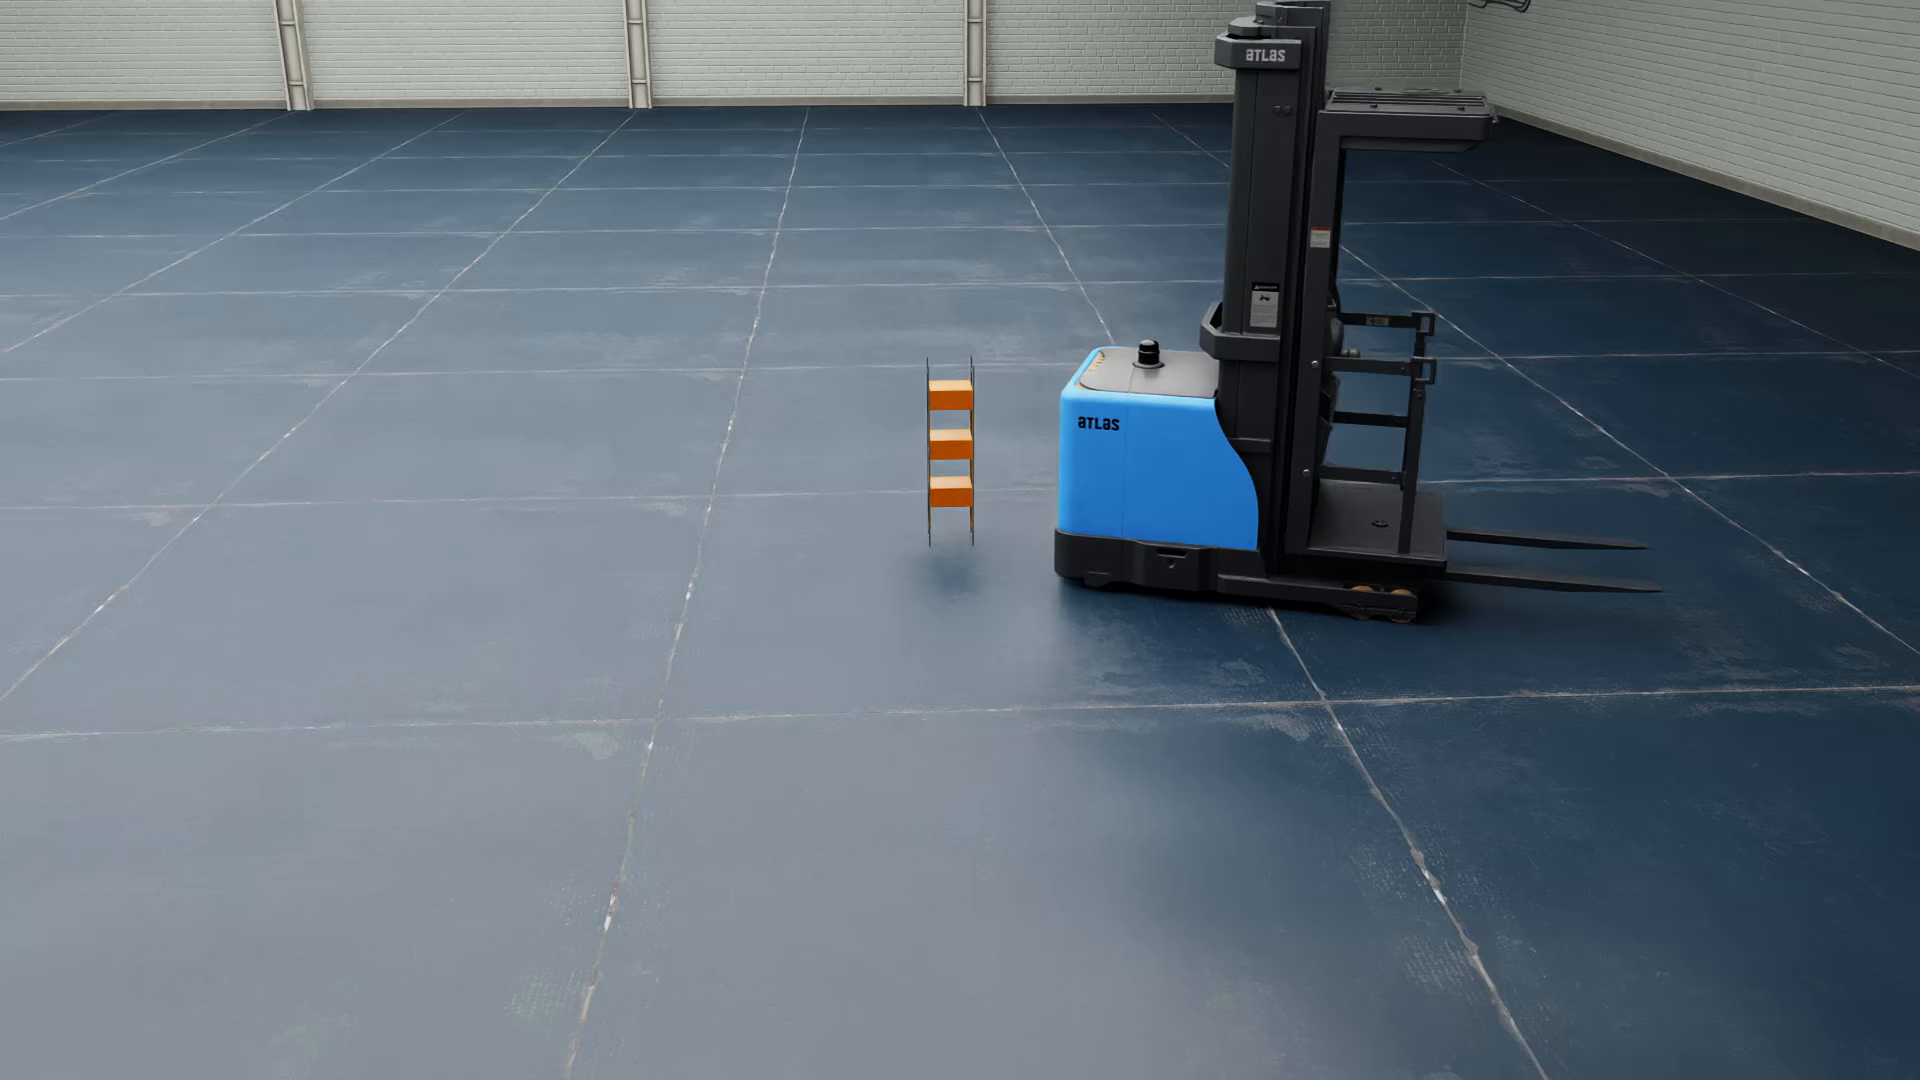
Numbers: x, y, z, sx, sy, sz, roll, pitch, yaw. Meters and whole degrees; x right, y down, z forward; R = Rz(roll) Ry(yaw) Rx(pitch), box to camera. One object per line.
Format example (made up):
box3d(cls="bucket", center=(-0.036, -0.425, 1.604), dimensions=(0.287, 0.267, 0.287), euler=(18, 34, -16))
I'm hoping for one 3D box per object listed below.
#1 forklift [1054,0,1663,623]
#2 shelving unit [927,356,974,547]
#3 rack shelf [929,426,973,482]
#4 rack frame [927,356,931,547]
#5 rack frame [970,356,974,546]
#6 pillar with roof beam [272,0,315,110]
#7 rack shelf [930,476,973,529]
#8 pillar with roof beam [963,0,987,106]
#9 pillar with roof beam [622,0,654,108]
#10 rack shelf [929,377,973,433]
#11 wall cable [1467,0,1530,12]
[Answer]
box3d(cls="forklift", center=(2.075, -1.162, 8.391), dimensions=(3.031, 2.935, 1.130), euler=(5, 21, 14))
box3d(cls="shelving unit", center=(-0.053, -0.490, 9.268), dimensions=(0.252, 1.050, 0.215), euler=(-1, 21, -3))
box3d(cls="rack shelf", center=(-0.053, -0.480, 9.272), dimensions=(0.240, 0.259, 0.215), euler=(-1, 21, -3))
box3d(cls="rack frame", center=(-0.175, -0.487, 9.262), dimensions=(0.008, 1.050, 0.200), euler=(-1, 21, -3))
box3d(cls="rack frame", center=(0.068, -0.492, 9.275), dimensions=(0.008, 1.050, 0.200), euler=(-1, 21, -3))
box3d(cls="pillar with roof beam", center=(-11.470, -10.338, 23.965), dimensions=(0.400, 9.000, 9.100), euler=(-1, 21, -3))
box3d(cls="rack shelf", center=(-0.053, -0.220, 9.371), dimensions=(0.240, 0.259, 0.215), euler=(-1, 21, -3))
box3d(cls="pillar with roof beam", center=(0.510, -10.582, 24.605), dimensions=(0.400, 9.000, 9.100), euler=(-1, 21, -3))
box3d(cls="pillar with roof beam", center=(-5.480, -10.460, 24.285), dimensions=(0.400, 9.000, 9.100), euler=(-1, 21, -3))
box3d(cls="rack shelf", center=(-0.053, -0.745, 9.171), dimensions=(0.240, 0.259, 0.215), euler=(-1, 21, -3))
box3d(cls="wall cable", center=(9.271, -10.372, 28.417), dimensions=(0.112, 2.526, 3.097), euler=(-1, 21, -3))
